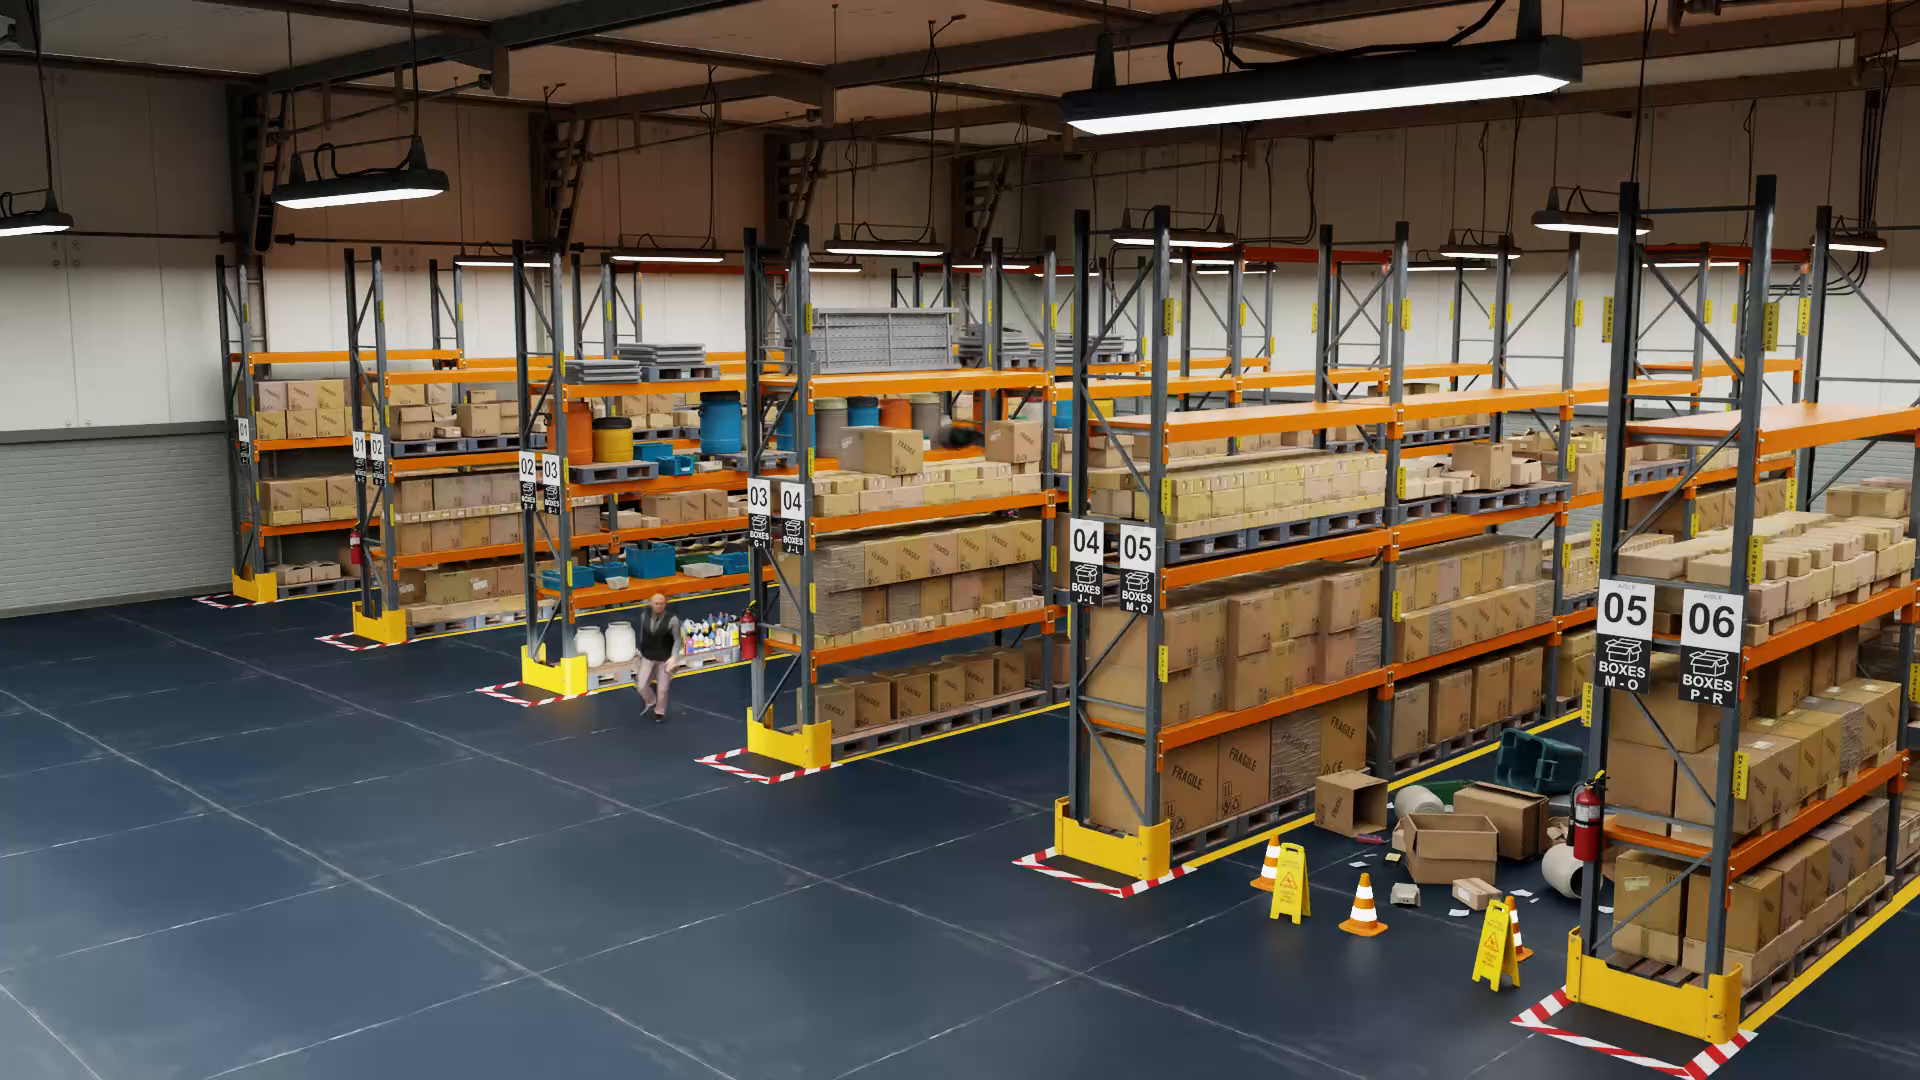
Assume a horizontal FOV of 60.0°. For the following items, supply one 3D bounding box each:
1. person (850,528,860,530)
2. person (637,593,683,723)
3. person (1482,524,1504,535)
[{"bbox_3d":[-1.826,-0.106,29.882,0.553,1.530,0.788,3,9,23],"label":"person"},{"bbox_3d":[-3.689,1.456,20.425,0.658,1.669,0.662,1,8,7],"label":"person"},{"bbox_3d":[9.119,0.442,28.100,0.954,1.626,0.613,-6,10,-36],"label":"person"}]
